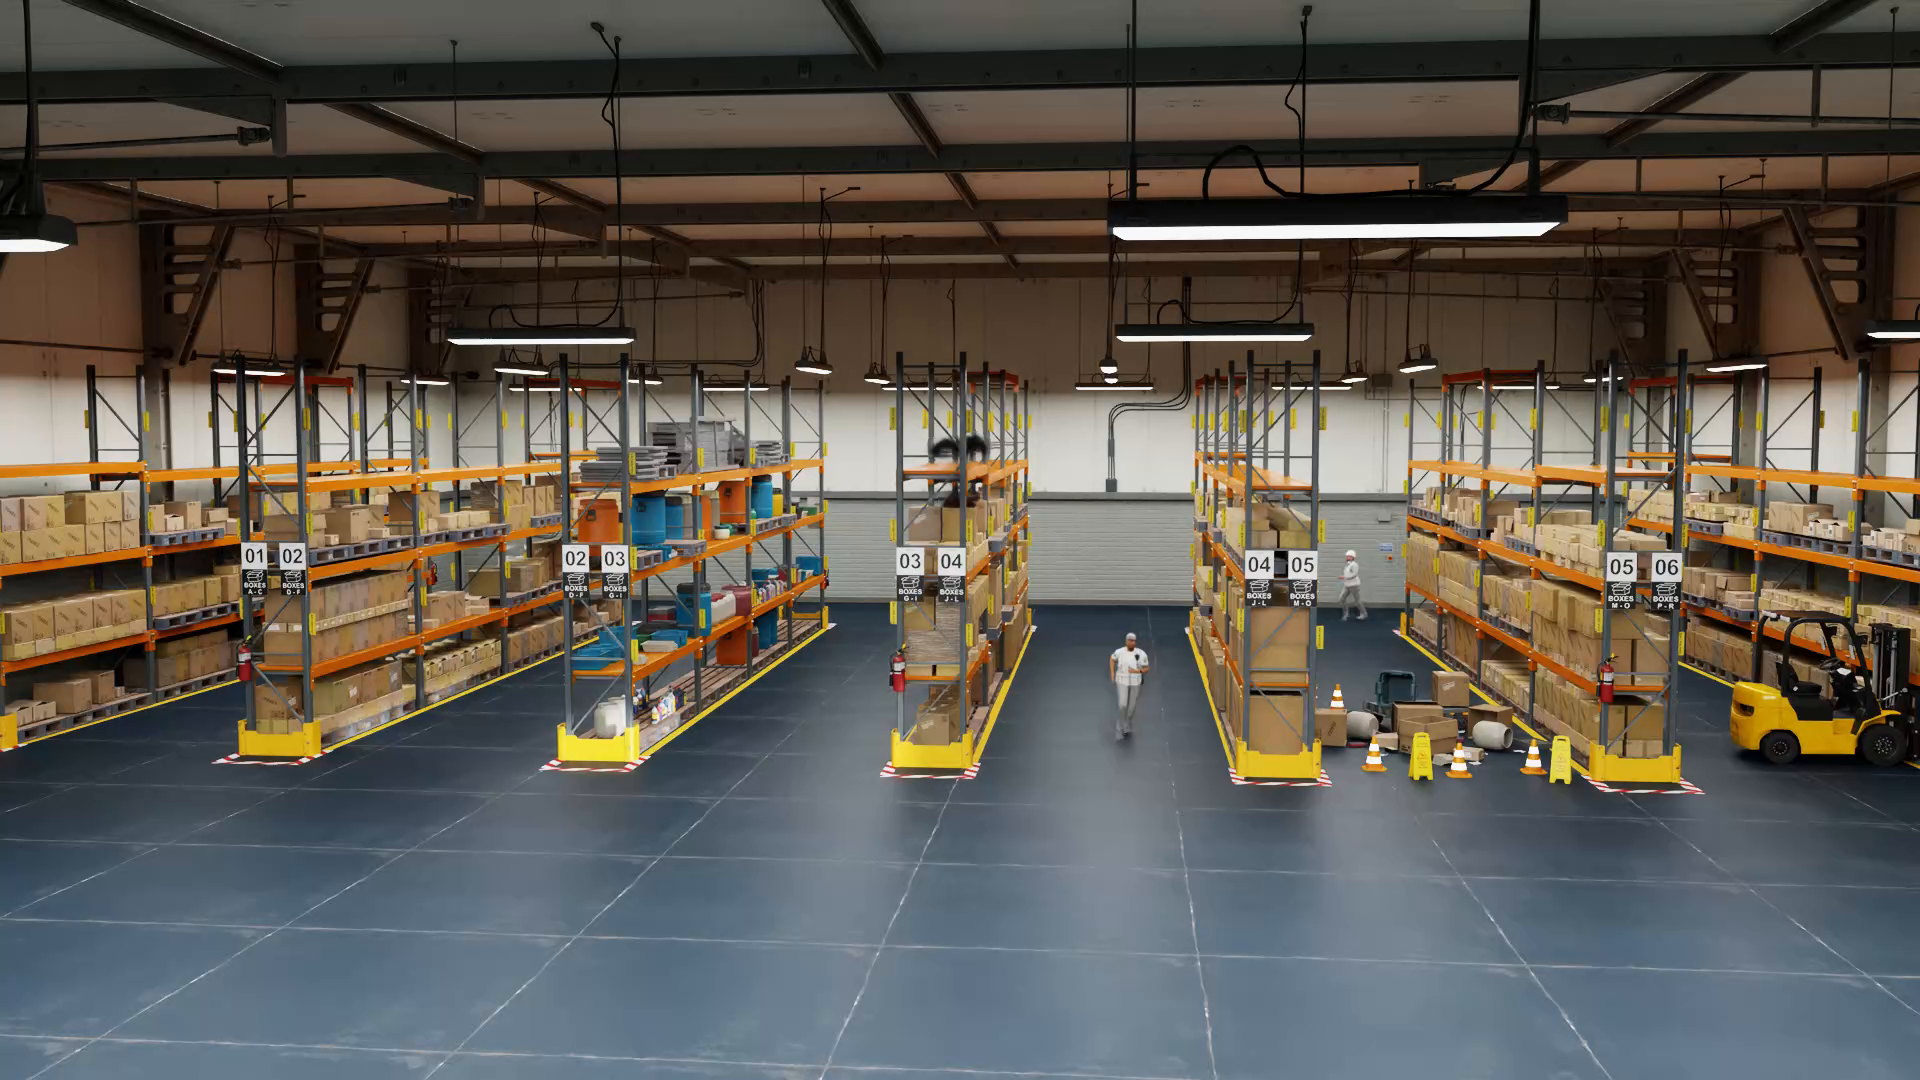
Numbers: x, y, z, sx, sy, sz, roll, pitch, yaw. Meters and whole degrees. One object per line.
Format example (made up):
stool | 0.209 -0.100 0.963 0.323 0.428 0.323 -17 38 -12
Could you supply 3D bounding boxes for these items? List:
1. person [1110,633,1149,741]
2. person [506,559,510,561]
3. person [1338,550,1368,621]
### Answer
person | 2.689 2.320 26.338 0.586 1.711 0.681 0 4 -2
person | -10.677 1.342 39.167 0.646 1.815 0.723 1 4 9
person | 9.845 1.167 41.705 0.809 1.829 0.644 -1 4 -9
